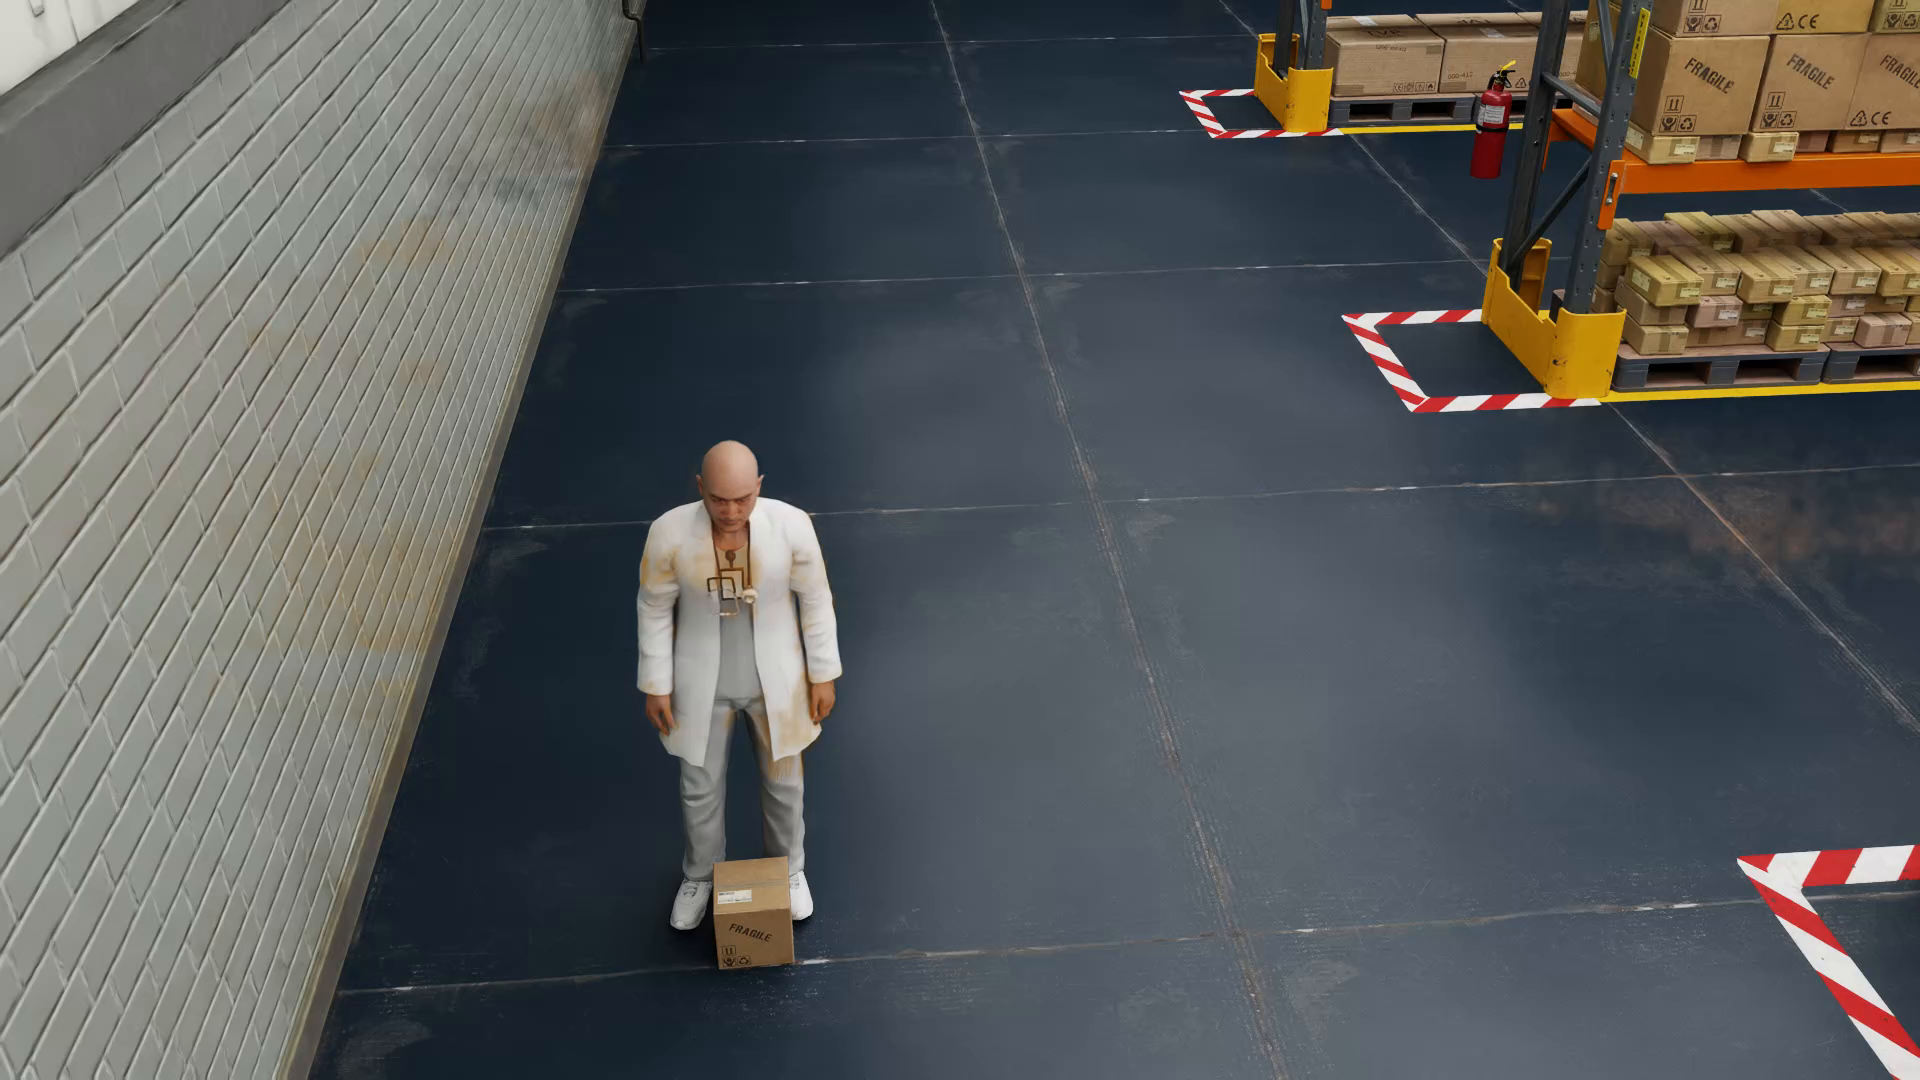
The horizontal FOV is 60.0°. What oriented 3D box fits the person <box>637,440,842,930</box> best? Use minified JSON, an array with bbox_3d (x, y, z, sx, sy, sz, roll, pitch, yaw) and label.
[{"bbox_3d":[-0.709,0.460,5.372,0.655,1.774,0.415,-4,31,-6],"label":"person"}]
